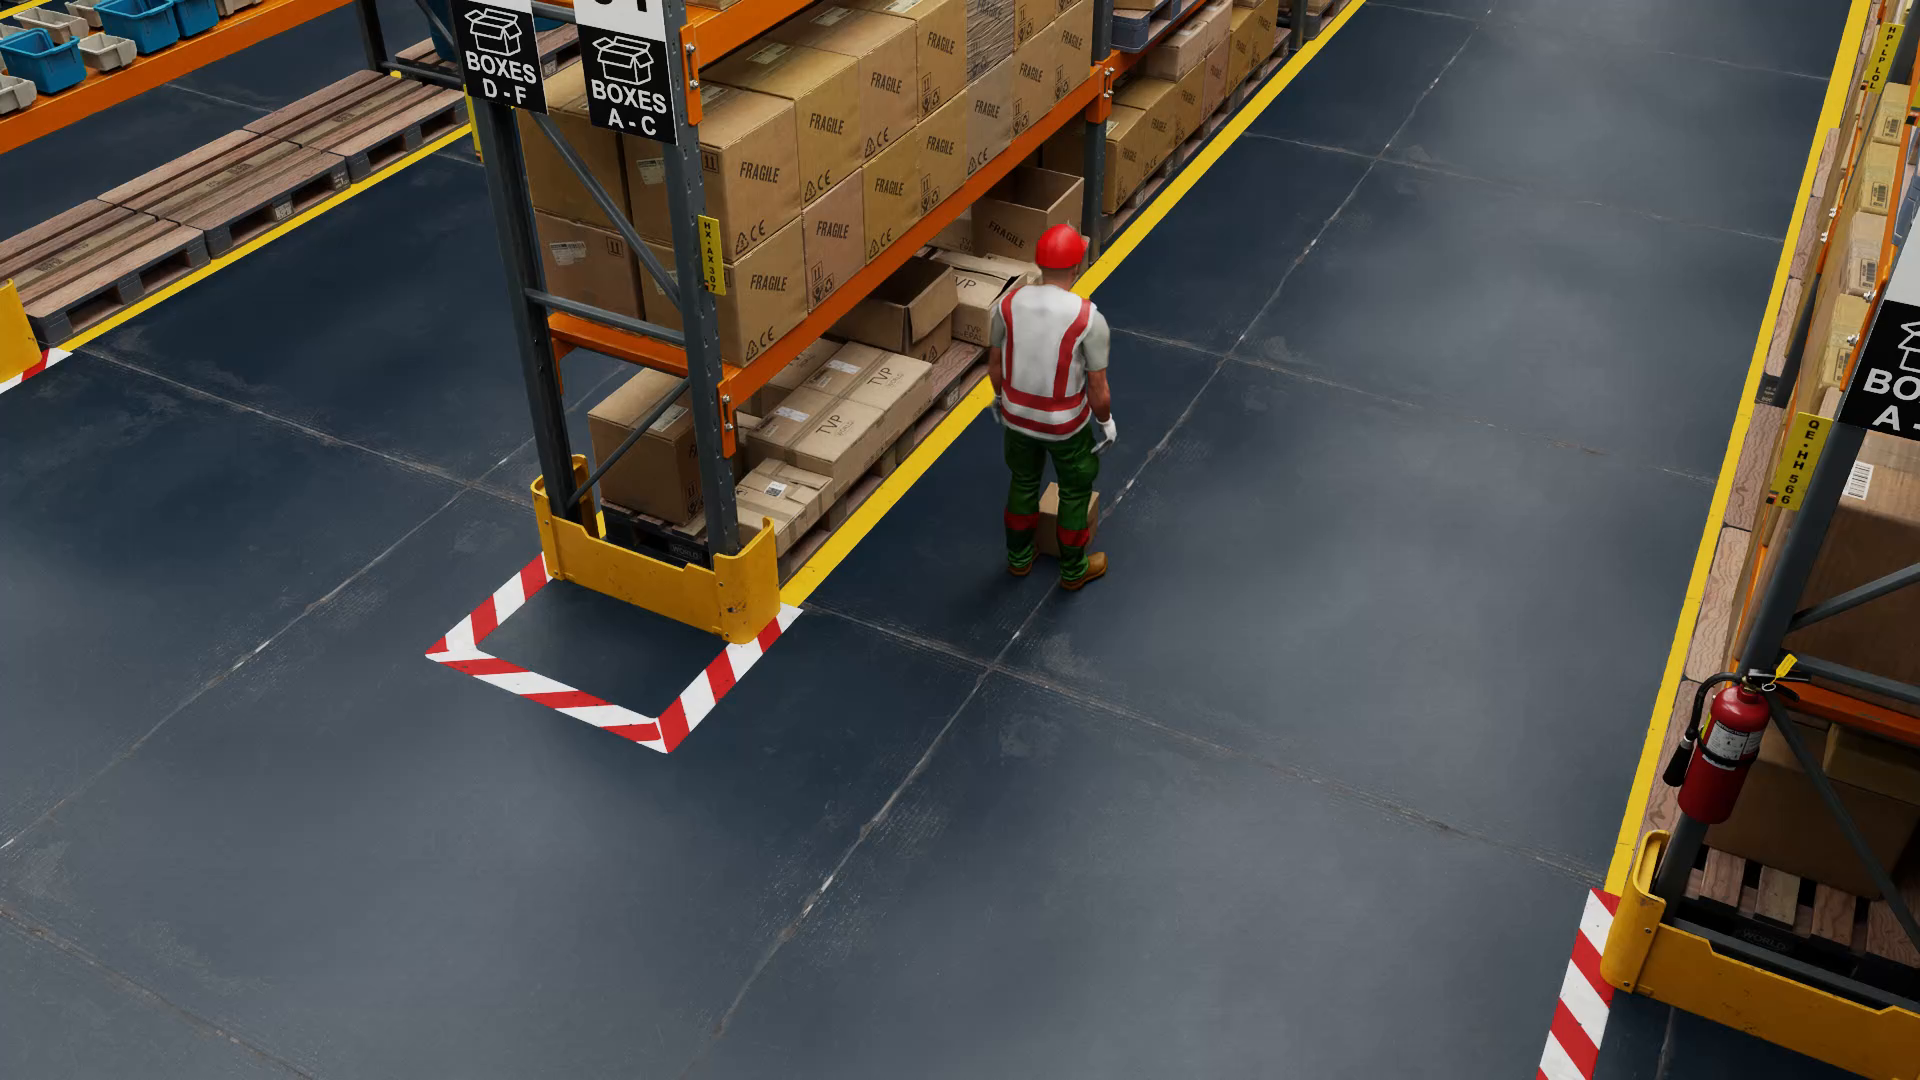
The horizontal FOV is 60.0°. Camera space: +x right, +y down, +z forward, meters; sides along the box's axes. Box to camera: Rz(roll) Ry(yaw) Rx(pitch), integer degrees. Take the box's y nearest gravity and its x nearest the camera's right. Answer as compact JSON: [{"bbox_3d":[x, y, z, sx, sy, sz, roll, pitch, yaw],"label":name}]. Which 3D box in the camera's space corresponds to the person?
[{"bbox_3d":[0.414,-0.570,7.476,0.607,1.779,0.451,18,41,21],"label":"person"}]
